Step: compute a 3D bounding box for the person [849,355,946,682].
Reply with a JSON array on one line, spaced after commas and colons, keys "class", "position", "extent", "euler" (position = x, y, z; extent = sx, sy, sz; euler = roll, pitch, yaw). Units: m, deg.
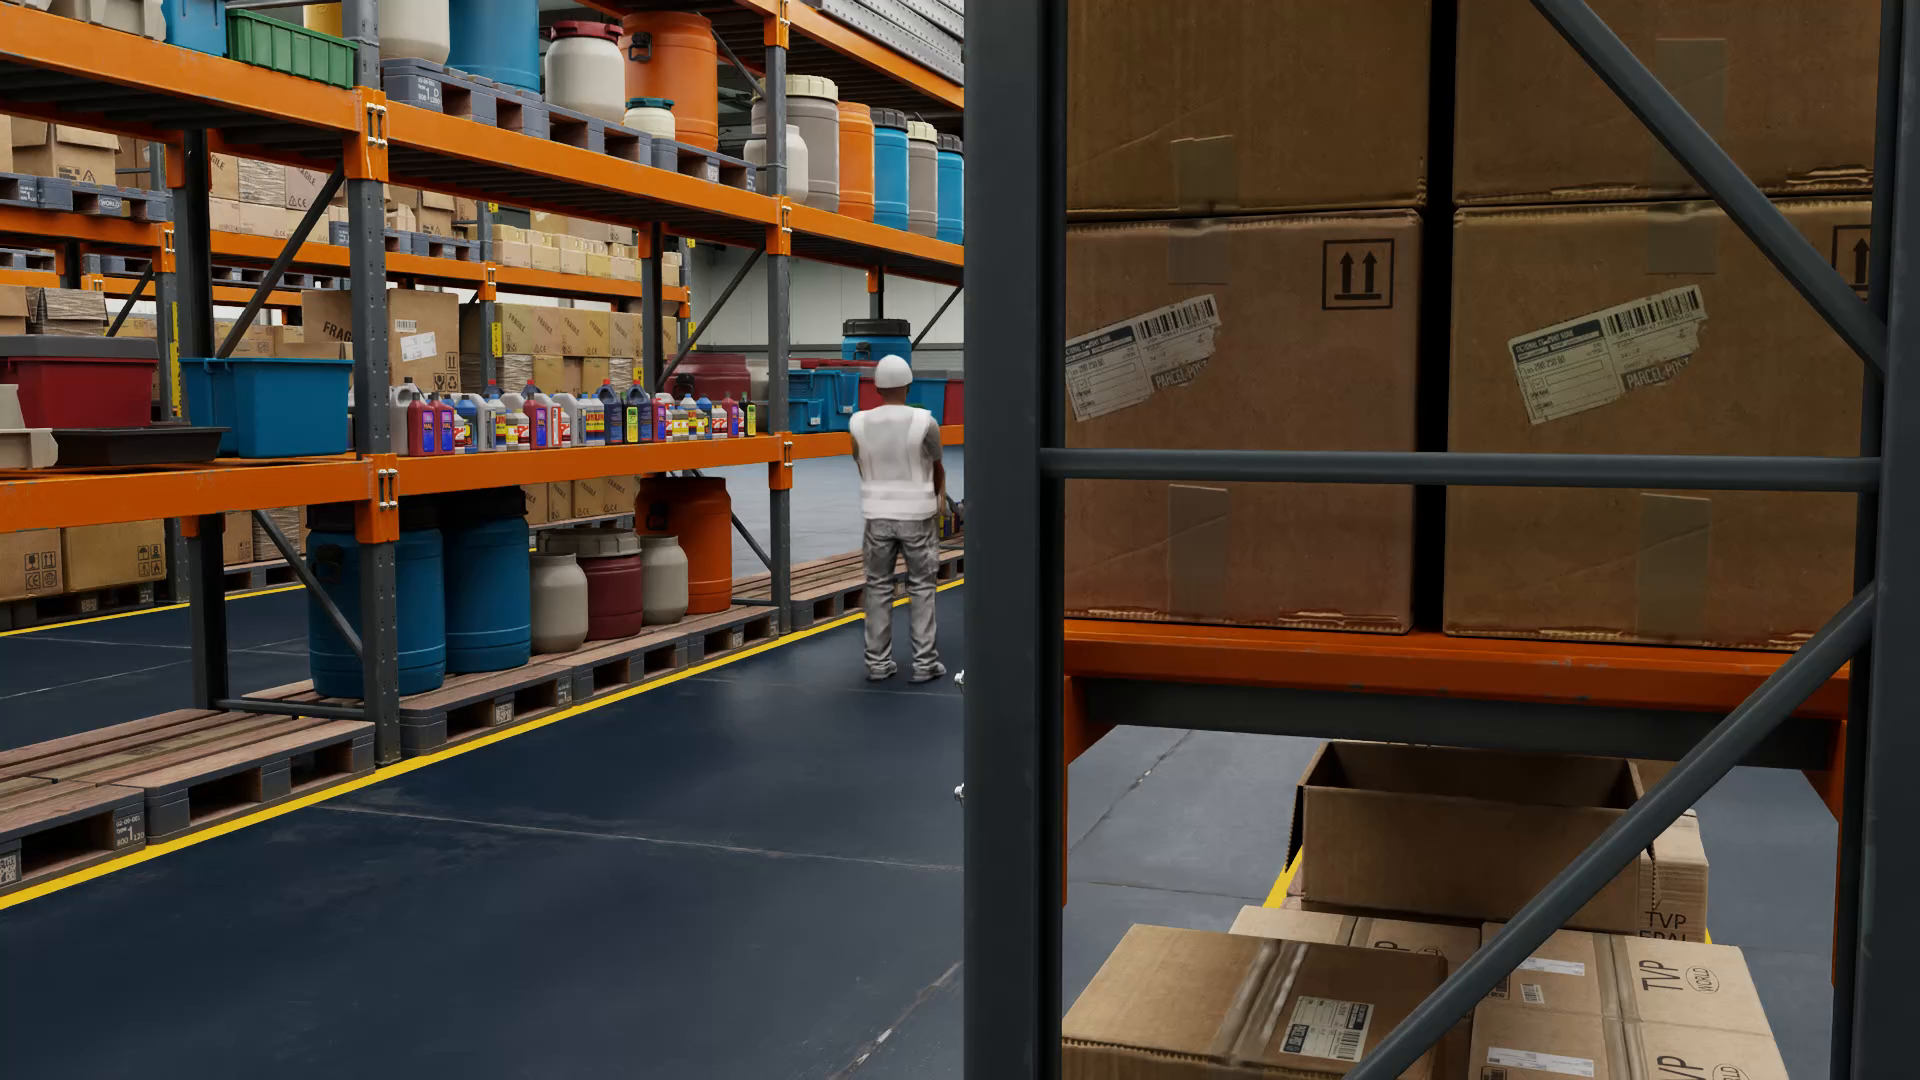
[{"class": "person", "position": [-0.330, -0.127, 9.232], "extent": [0.502, 1.787, 0.569], "euler": [1, 5, 11]}]
